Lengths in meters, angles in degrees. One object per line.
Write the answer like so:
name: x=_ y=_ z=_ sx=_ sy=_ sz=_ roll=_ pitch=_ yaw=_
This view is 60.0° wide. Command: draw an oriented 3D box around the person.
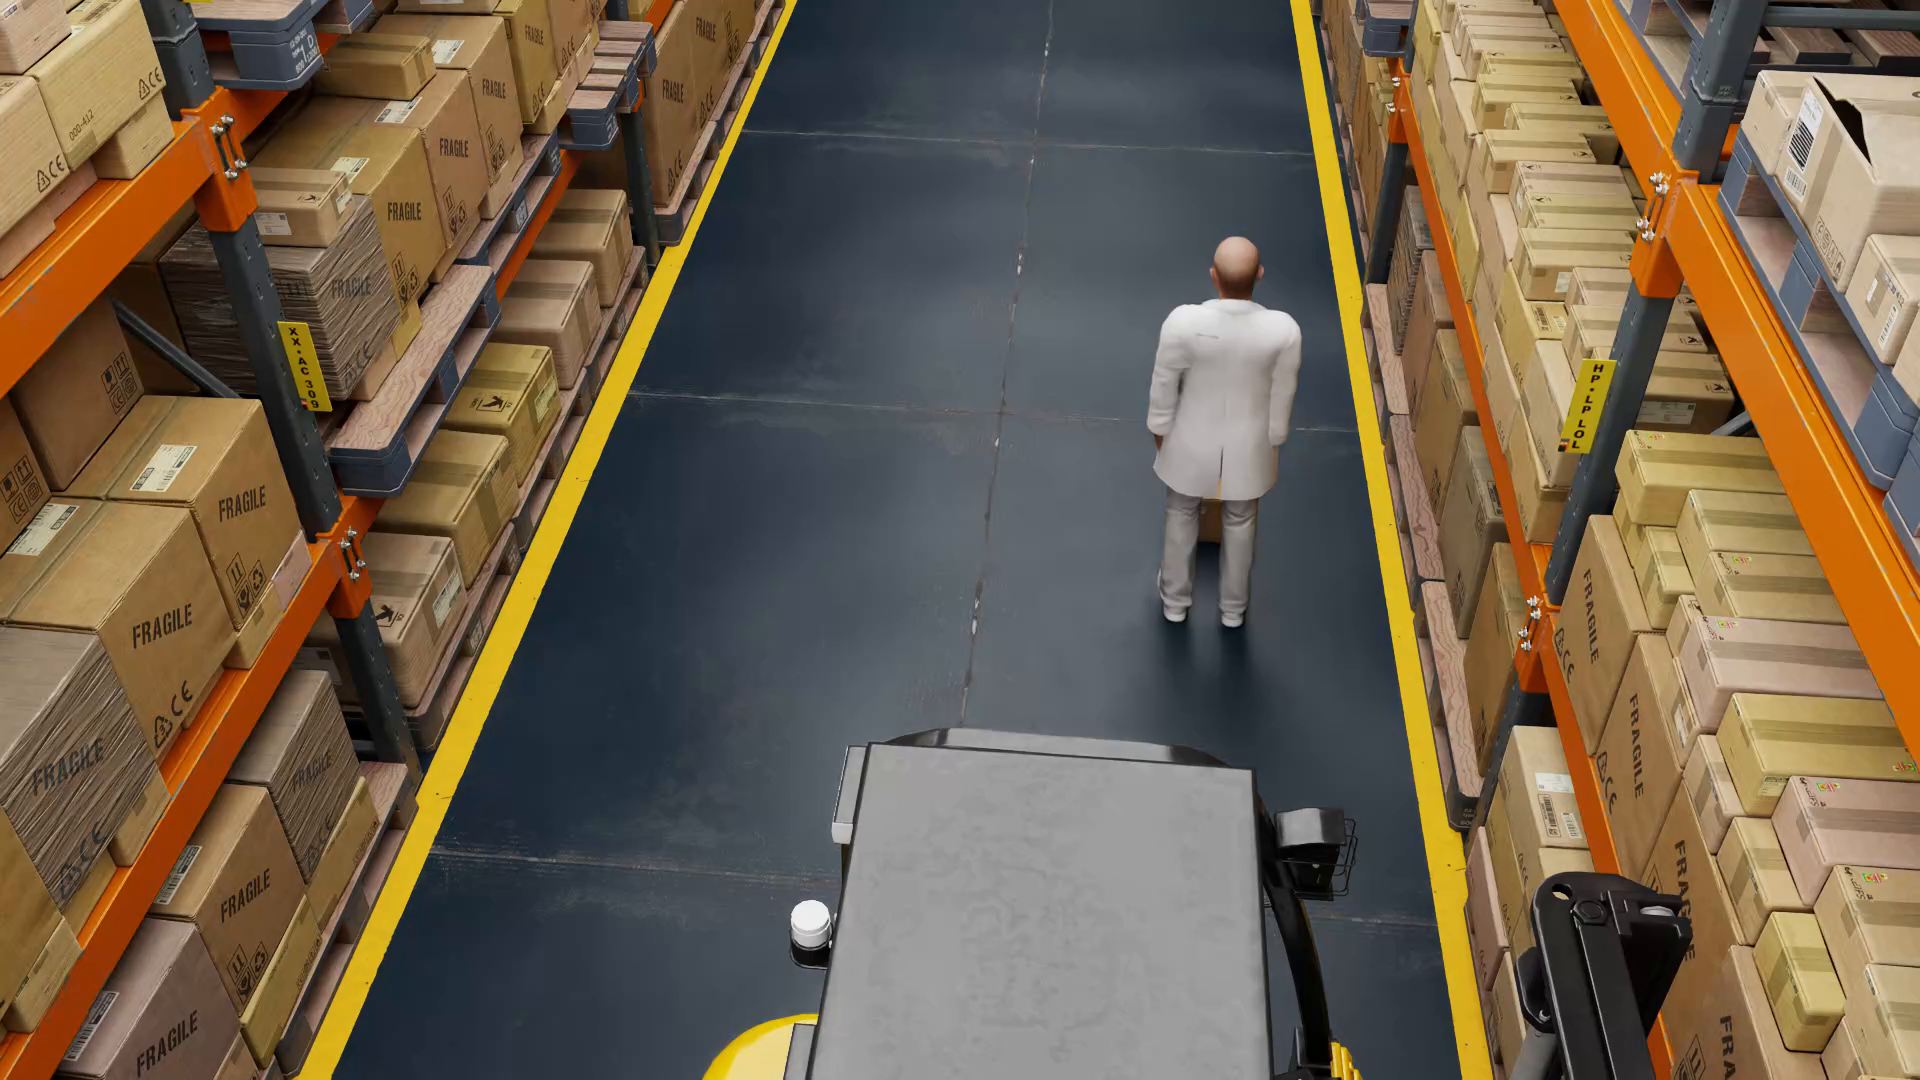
person: x=1.032 y=-0.428 z=6.692 sx=0.562 sy=1.774 sz=0.383 roll=4 pitch=40 yaw=5
